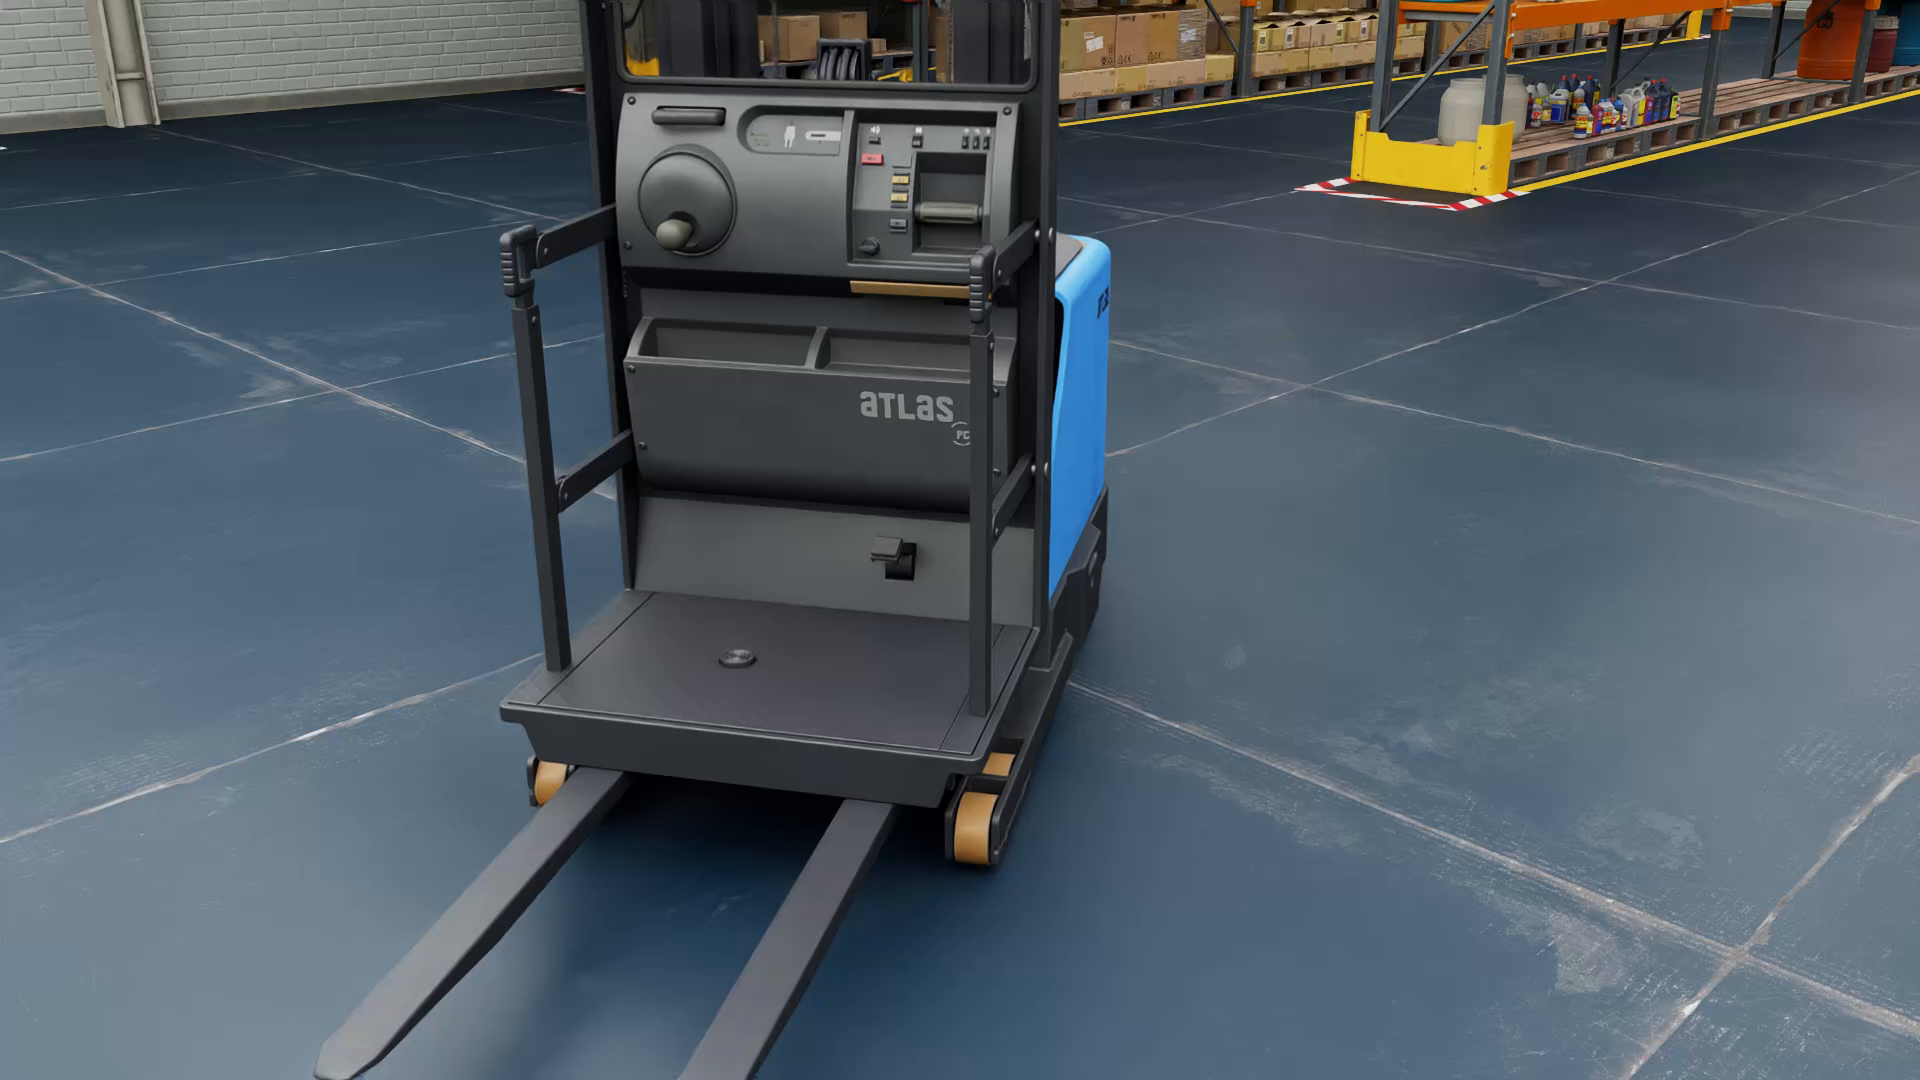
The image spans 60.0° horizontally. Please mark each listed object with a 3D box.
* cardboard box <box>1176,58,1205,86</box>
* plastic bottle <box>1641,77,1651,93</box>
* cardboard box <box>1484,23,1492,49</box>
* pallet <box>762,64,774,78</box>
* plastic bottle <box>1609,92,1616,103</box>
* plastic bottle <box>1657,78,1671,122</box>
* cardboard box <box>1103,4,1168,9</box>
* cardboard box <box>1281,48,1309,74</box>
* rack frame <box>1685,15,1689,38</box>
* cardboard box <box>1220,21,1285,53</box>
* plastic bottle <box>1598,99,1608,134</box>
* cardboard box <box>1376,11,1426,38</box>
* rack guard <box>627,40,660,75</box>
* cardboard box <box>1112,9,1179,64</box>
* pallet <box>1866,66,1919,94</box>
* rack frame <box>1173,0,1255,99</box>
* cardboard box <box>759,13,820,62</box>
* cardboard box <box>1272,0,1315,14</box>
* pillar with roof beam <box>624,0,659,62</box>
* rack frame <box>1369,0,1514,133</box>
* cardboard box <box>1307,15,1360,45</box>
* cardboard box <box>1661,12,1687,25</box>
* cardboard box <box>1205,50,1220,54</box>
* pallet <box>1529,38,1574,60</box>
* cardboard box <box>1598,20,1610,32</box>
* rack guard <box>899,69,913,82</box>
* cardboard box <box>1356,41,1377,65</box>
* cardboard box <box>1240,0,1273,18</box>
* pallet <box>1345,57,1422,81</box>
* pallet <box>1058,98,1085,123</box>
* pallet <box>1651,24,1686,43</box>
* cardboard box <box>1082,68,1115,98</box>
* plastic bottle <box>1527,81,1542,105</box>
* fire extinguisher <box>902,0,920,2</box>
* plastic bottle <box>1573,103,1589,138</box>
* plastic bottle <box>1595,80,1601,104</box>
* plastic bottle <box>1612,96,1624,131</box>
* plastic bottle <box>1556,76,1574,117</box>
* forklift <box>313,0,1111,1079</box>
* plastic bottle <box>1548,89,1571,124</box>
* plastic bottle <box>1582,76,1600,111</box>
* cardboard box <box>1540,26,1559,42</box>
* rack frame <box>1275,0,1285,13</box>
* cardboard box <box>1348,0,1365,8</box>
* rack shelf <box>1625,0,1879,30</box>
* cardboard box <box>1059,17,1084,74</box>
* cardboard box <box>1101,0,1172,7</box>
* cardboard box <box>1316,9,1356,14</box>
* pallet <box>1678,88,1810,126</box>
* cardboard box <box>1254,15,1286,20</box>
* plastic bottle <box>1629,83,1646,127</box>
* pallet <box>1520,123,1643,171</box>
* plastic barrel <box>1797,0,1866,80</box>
[{"bbox_3d":[2.222,-4.929,17.464,0.500,0.250,0.500,19,28,41],"label":"cardboard box"},{"bbox_3d":[5.945,-3.843,14.470,0.144,0.351,0.185,19,28,41],"label":"plastic bottle"},{"bbox_3d":[6.772,-6.692,21.675,0.500,0.500,0.500,19,28,40],"label":"cardboard box"},{"bbox_3d":[-2.953,-5.445,19.446,1.003,0.211,1.213,19,28,41],"label":"pallet"},{"bbox_3d":[5.496,-3.629,14.007,0.061,0.283,0.133,19,28,41],"label":"plastic bottle"},{"bbox_3d":[6.048,-3.807,14.376,0.144,0.351,0.185,18,28,39],"label":"plastic bottle"},{"bbox_3d":[1.854,-5.407,17.664,0.500,0.500,0.500,19,28,41],"label":"cardboard box"},{"bbox_3d":[3.561,-5.401,18.694,0.500,0.250,0.500,-19,28,-41],"label":"cardboard box"},{"bbox_3d":[11.116,-9.401,25.852,1.000,3.000,0.127,19,28,41],"label":"rack frame"},{"bbox_3d":[3.211,-5.534,18.258,0.500,0.311,0.500,19,28,41],"label":"cardboard box"},{"bbox_3d":[5.228,-3.455,13.573,0.097,0.271,0.097,0,21,0],"label":"plastic bottle"},{"bbox_3d":[5.346,-6.322,20.308,0.500,0.311,0.500,-19,28,-41],"label":"cardboard box"},{"bbox_3d":[-3.545,-5.379,18.874,1.175,0.500,0.348,19,28,41],"label":"rack guard"},{"bbox_3d":[1.874,-5.150,16.994,0.500,0.500,0.500,19,28,41],"label":"cardboard box"},{"bbox_3d":[10.452,-5.327,19.140,1.003,0.211,1.213,19,28,41],"label":"pallet"},{"bbox_3d":[2.745,-6.316,17.826,1.000,3.000,0.127,19,28,41],"label":"rack frame"},{"bbox_3d":[-2.105,-6.043,19.987,0.700,0.500,0.500,17,27,37],"label":"cardboard box"},{"bbox_3d":[5.369,-8.807,27.206,0.700,0.500,0.500,20,29,41],"label":"cardboard box"},{"bbox_3d":[-0.645,-8.646,15.526,9.100,9.000,0.400,19,28,41],"label":"pillar with roof beam"},{"bbox_3d":[3.500,-4.047,11.923,1.000,3.000,0.127,19,28,41],"label":"rack frame"},{"bbox_3d":[4.283,-5.930,19.287,0.500,0.311,0.500,-19,28,-41],"label":"cardboard box"},{"bbox_3d":[10.913,-8.238,25.697,0.500,0.500,0.500,19,28,41],"label":"cardboard box"},{"bbox_3d":[2.826,-5.408,18.710,0.500,0.250,0.500,19,28,40],"label":"cardboard box"},{"bbox_3d":[7.785,-6.852,23.108,1.003,0.211,1.213,19,28,41],"label":"pallet"},{"bbox_3d":[9.369,-7.534,24.331,0.380,0.166,0.250,19,28,41],"label":"cardboard box"},{"bbox_3d":[-0.063,-4.115,15.584,1.175,0.500,0.348,19,28,41],"label":"rack guard"},{"bbox_3d":[4.633,-5.799,19.727,0.500,0.250,0.500,-19,28,-41],"label":"cardboard box"},{"bbox_3d":[4.413,-8.604,26.191,0.750,0.750,0.750,20,28,41],"label":"cardboard box"},{"bbox_3d":[4.933,-5.841,20.477,1.003,0.211,1.213,19,28,41],"label":"pallet"},{"bbox_3d":[0.458,-4.193,16.190,1.003,0.211,1.213,19,28,41],"label":"pallet"},{"bbox_3d":[10.507,-7.874,25.767,1.003,0.211,1.213,19,28,41],"label":"pallet"},{"bbox_3d":[1.183,-4.540,16.454,0.500,0.250,0.500,19,28,41],"label":"cardboard box"},{"bbox_3d":[4.873,-3.735,14.190,0.185,0.351,0.144,-19,28,-40],"label":"plastic bottle"},{"bbox_3d":[-0.461,-5.338,15.389,0.296,0.674,0.183,19,28,41],"label":"fire extinguisher"},{"bbox_3d":[4.989,-3.367,13.343,0.097,0.271,0.097,0,21,0],"label":"plastic bottle"},{"bbox_3d":[5.755,-4.035,15.081,0.097,0.271,0.097,0,21,0],"label":"plastic bottle"},{"bbox_3d":[5.439,-3.533,13.775,0.097,0.271,0.097,0,21,0],"label":"plastic bottle"},{"bbox_3d":[5.299,-3.892,14.599,0.144,0.351,0.185,18,27,38],"label":"plastic bottle"},{"bbox_3d":[-0.378,-0.793,3.552,1.130,2.935,3.031,5,22,12],"label":"forklift"},{"bbox_3d":[5.126,-3.717,14.248,0.152,0.276,0.135,19,28,41],"label":"plastic bottle"},{"bbox_3d":[5.534,-3.905,14.631,0.144,0.351,0.185,19,28,41],"label":"plastic bottle"},{"bbox_3d":[7.836,-7.088,22.704,0.500,0.500,0.500,19,28,41],"label":"cardboard box"},{"bbox_3d":[4.774,-9.611,26.400,1.000,3.000,0.127,19,28,41],"label":"rack frame"},{"bbox_3d":[6.448,-9.206,28.243,0.700,0.500,0.500,18,27,39],"label":"cardboard box"},{"bbox_3d":[7.686,-5.254,16.065,1.077,0.370,4.000,19,28,41],"label":"rack shelf"},{"bbox_3d":[0.835,-4.762,15.984,0.500,0.500,0.500,19,28,41],"label":"cardboard box"},{"bbox_3d":[2.590,-7.932,24.441,0.750,0.750,0.750,19,28,40],"label":"cardboard box"},{"bbox_3d":[4.599,-6.320,20.303,0.500,0.311,0.500,18,28,39],"label":"cardboard box"},{"bbox_3d":[7.662,-4.300,16.469,1.003,0.211,1.213,19,28,41],"label":"pallet"},{"bbox_3d":[3.530,-5.929,19.285,0.500,0.311,0.500,19,28,40],"label":"cardboard box"},{"bbox_3d":[5.689,-3.674,14.032,0.144,0.351,0.185,19,28,40],"label":"plastic bottle"},{"bbox_3d":[4.941,-3.296,13.857,1.003,0.211,1.213,19,28,41],"label":"pallet"},{"bbox_3d":[9.410,-5.417,17.926,0.600,0.830,0.708,19,28,41],"label":"plastic barrel"}]
